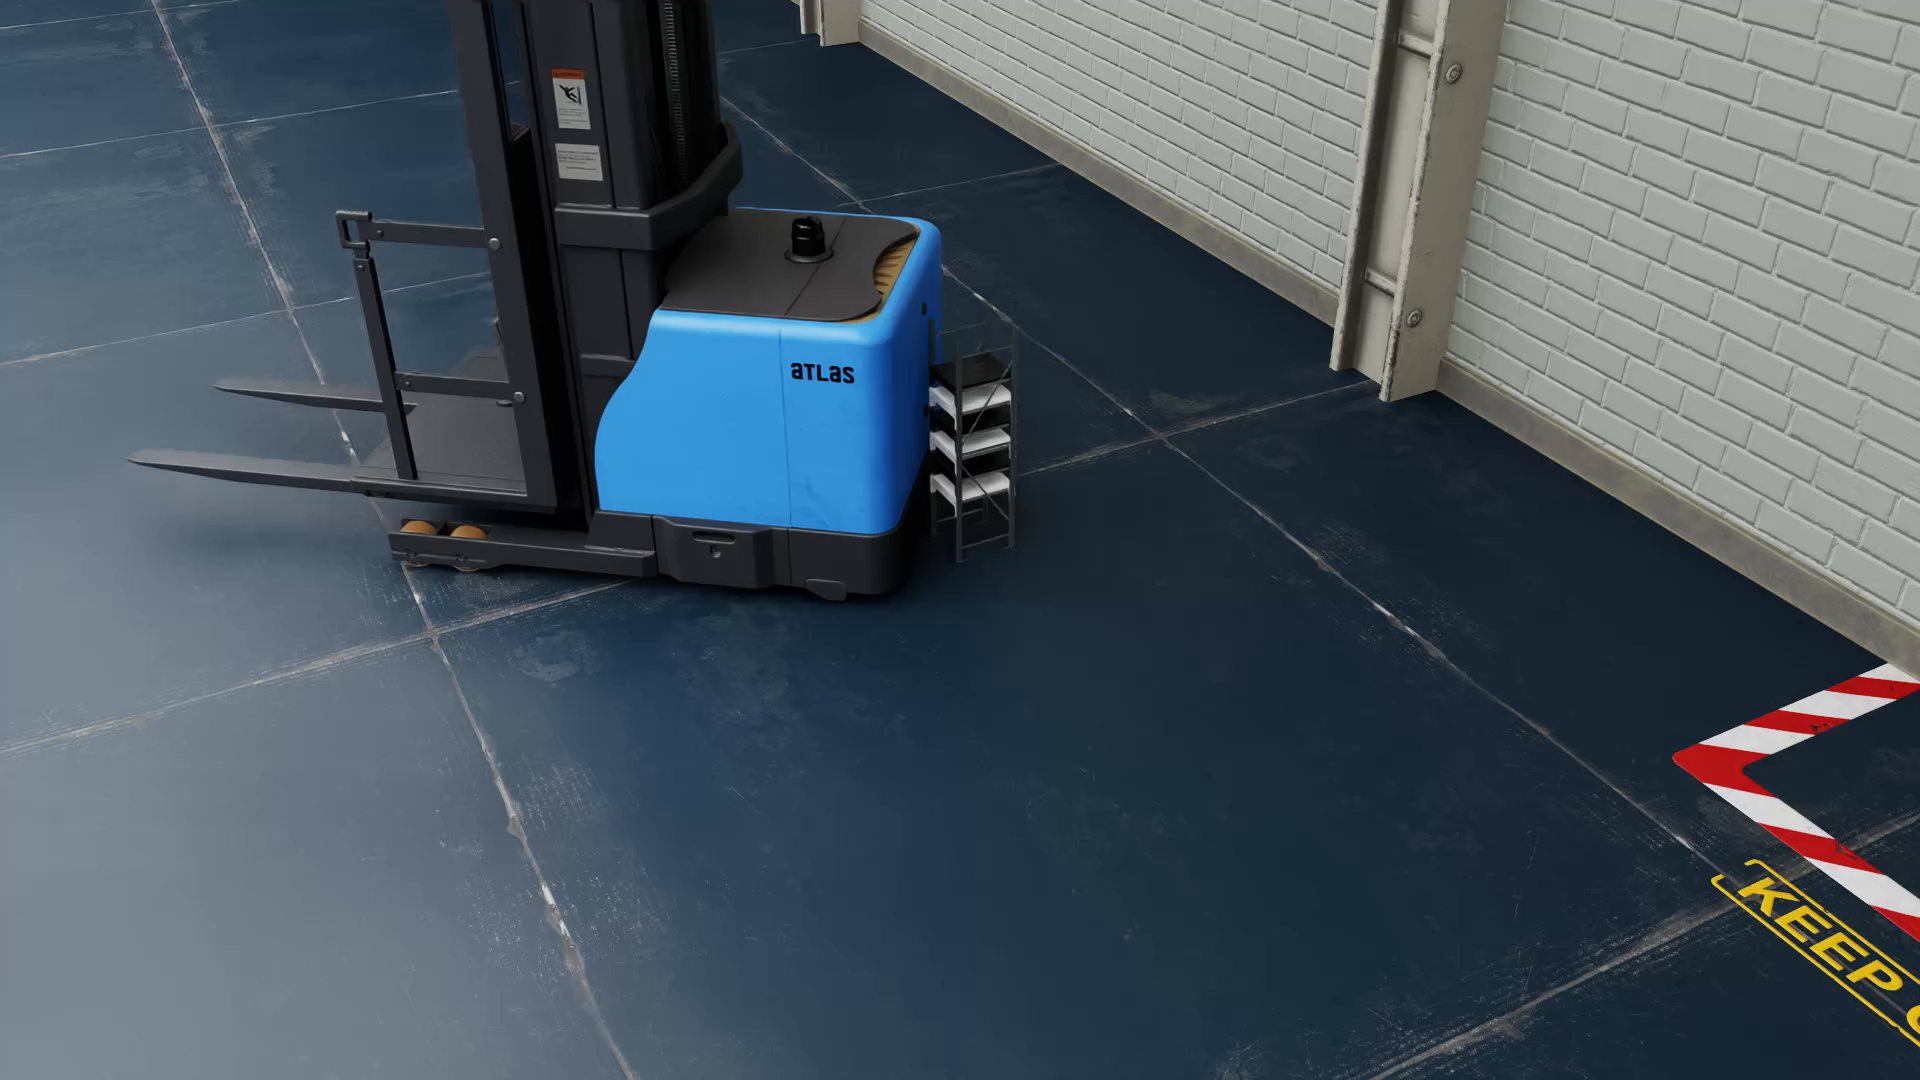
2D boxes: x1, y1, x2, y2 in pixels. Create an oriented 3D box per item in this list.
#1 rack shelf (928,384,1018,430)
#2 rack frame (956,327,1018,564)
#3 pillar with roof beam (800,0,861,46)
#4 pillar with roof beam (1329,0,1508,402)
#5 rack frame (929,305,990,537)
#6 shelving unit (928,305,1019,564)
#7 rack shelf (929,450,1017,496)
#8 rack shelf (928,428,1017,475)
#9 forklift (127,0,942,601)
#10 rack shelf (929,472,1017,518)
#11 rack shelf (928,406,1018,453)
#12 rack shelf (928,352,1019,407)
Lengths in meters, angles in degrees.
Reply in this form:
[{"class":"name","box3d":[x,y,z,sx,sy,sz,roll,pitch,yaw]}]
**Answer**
[{"class":"rack shelf","box3d":[0.046,-0.495,5.916,0.258,0.077,0.200,-16,36,-23]},{"class":"rack frame","box3d":[0.094,-0.323,5.919,0.240,0.900,0.006,-16,36,-23]},{"class":"pillar with roof beam","box3d":[-4.722,-6.295,7.734,9.100,9.000,0.400,-16,36,-23]},{"class":"pillar with roof beam","box3d":[-1.925,-3.432,3.265,9.100,9.000,0.400,-16,36,-23]},{"class":"rack frame","box3d":[-0.001,-0.420,6.071,0.240,0.900,0.006,-16,36,-23]},{"class":"shelving unit","box3d":[0.046,-0.371,5.995,0.258,0.900,0.210,-16,36,-23]},{"class":"rack shelf","box3d":[0.046,-0.267,6.062,0.258,0.077,0.200,-16,36,-23]},{"class":"rack shelf","box3d":[0.046,-0.343,6.013,0.258,0.077,0.200,-16,36,-23]},{"class":"forklift","box3d":[-1.621,-1.392,5.705,3.031,2.935,1.130,5,33,8]},{"class":"rack shelf","box3d":[0.046,-0.192,6.110,0.258,0.077,0.200,-16,36,-23]},{"class":"rack shelf","box3d":[0.046,-0.419,5.965,0.258,0.077,0.200,-16,36,-23]},{"class":"rack shelf","box3d":[0.046,-0.571,5.867,0.258,0.077,0.200,-16,36,-23]}]
